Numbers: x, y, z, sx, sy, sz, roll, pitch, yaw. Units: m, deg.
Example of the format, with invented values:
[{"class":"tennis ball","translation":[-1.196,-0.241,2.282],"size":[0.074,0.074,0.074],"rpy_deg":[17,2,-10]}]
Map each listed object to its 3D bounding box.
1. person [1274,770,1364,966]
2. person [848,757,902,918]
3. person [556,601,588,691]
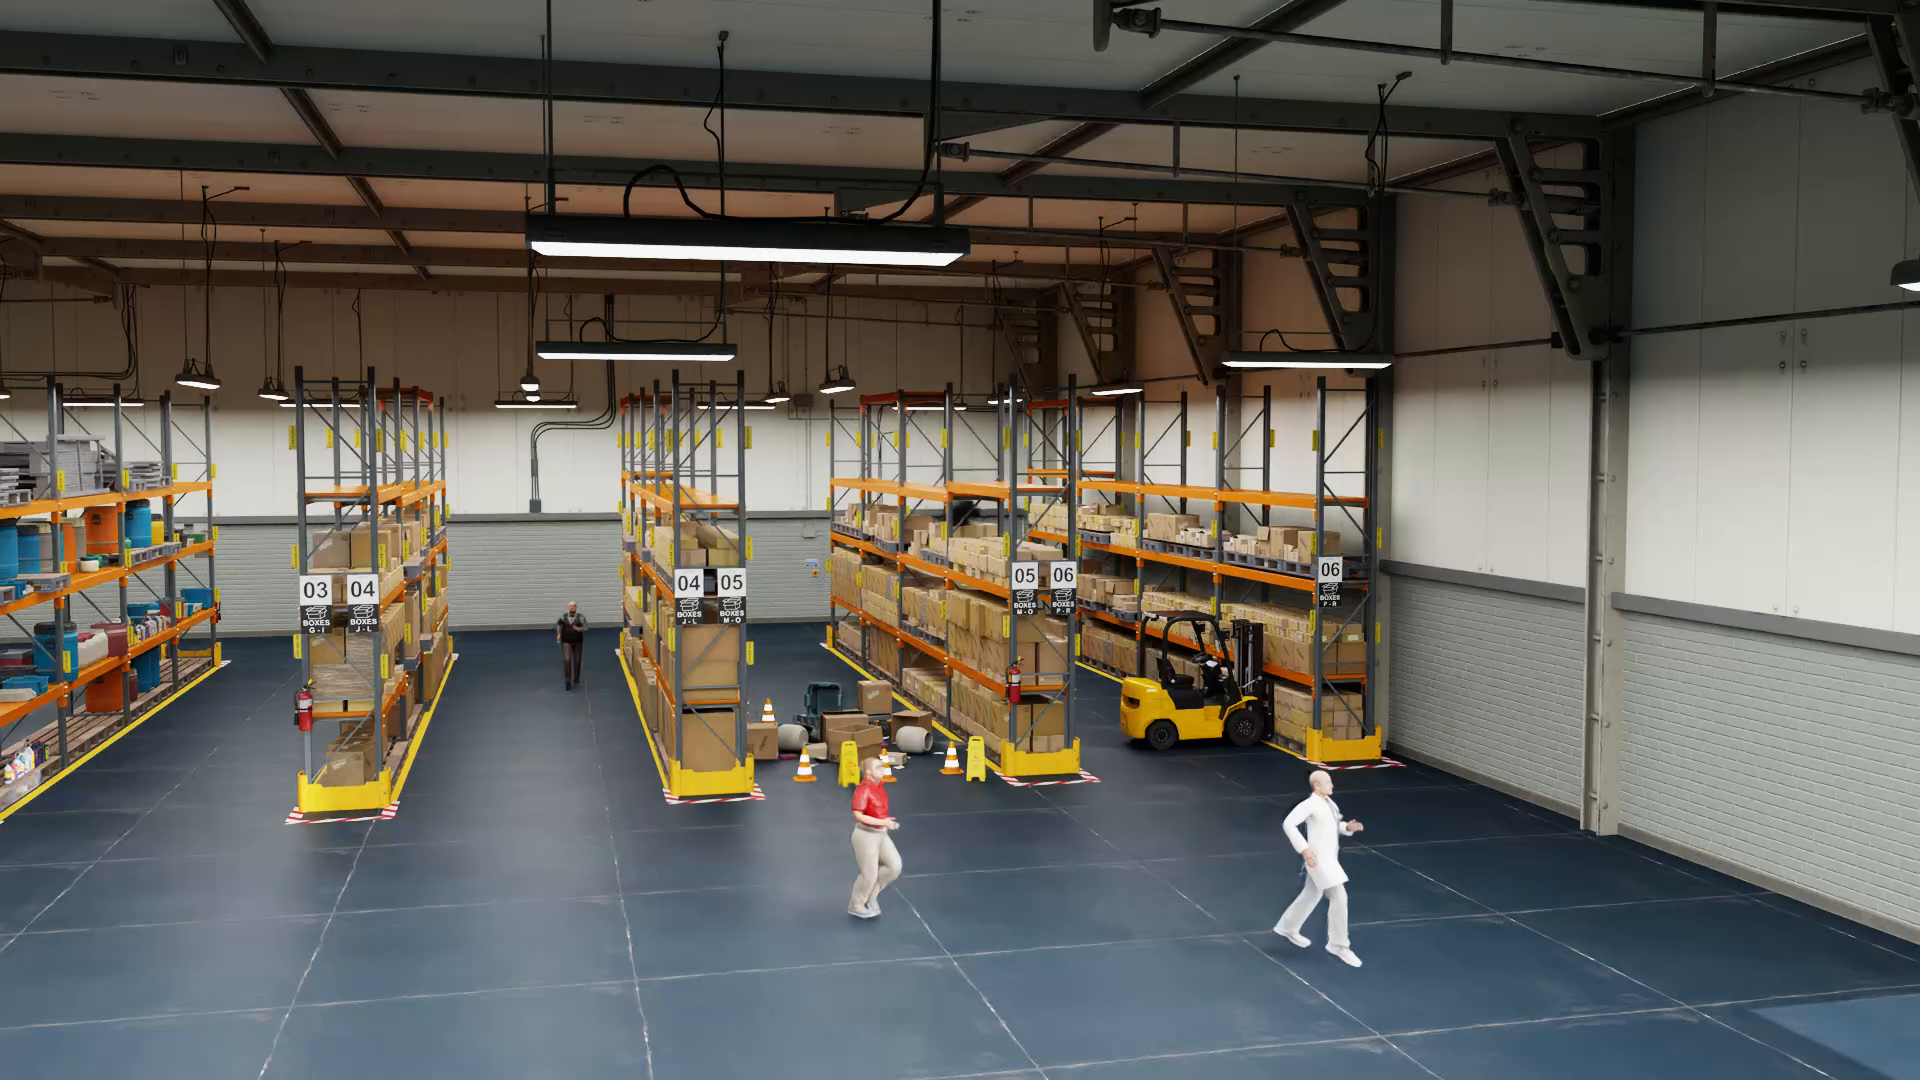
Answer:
[{"class":"person","translation":[3.472,3.142,16.097],"size":[0.897,1.836,0.680],"rpy_deg":[2,4,24]},{"class":"person","translation":[-0.882,3.120,17.341],"size":[0.640,1.717,0.657],"rpy_deg":[1,4,23]},{"class":"person","translation":[-7.849,2.122,33.671],"size":[0.641,1.756,0.868],"rpy_deg":[-1,4,-13]}]
